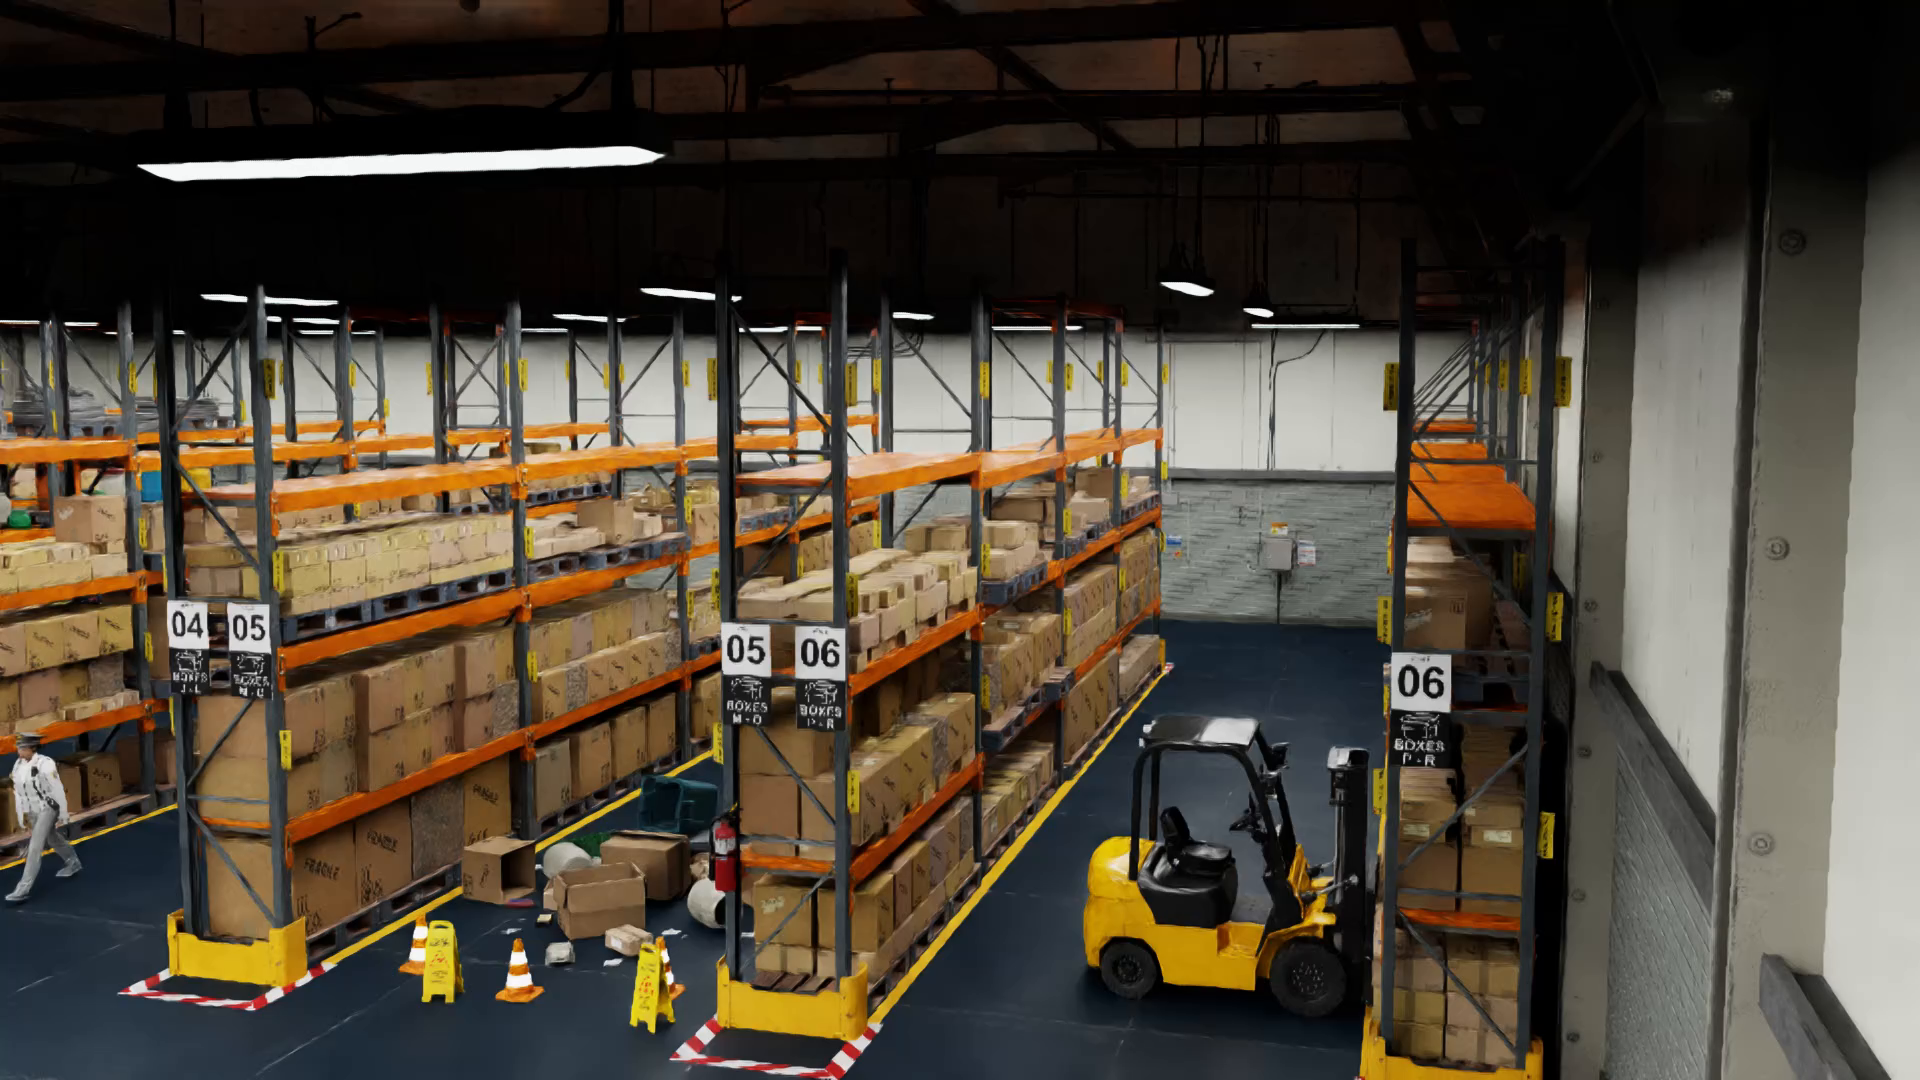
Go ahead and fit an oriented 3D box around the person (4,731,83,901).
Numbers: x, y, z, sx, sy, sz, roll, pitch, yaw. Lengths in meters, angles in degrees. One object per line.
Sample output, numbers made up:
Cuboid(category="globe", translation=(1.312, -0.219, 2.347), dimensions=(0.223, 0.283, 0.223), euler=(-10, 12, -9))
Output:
Cuboid(category="person", translation=(-9.048, 2.639, 16.286), dimensions=(0.495, 1.587, 1.086), euler=(2, 6, 18))
